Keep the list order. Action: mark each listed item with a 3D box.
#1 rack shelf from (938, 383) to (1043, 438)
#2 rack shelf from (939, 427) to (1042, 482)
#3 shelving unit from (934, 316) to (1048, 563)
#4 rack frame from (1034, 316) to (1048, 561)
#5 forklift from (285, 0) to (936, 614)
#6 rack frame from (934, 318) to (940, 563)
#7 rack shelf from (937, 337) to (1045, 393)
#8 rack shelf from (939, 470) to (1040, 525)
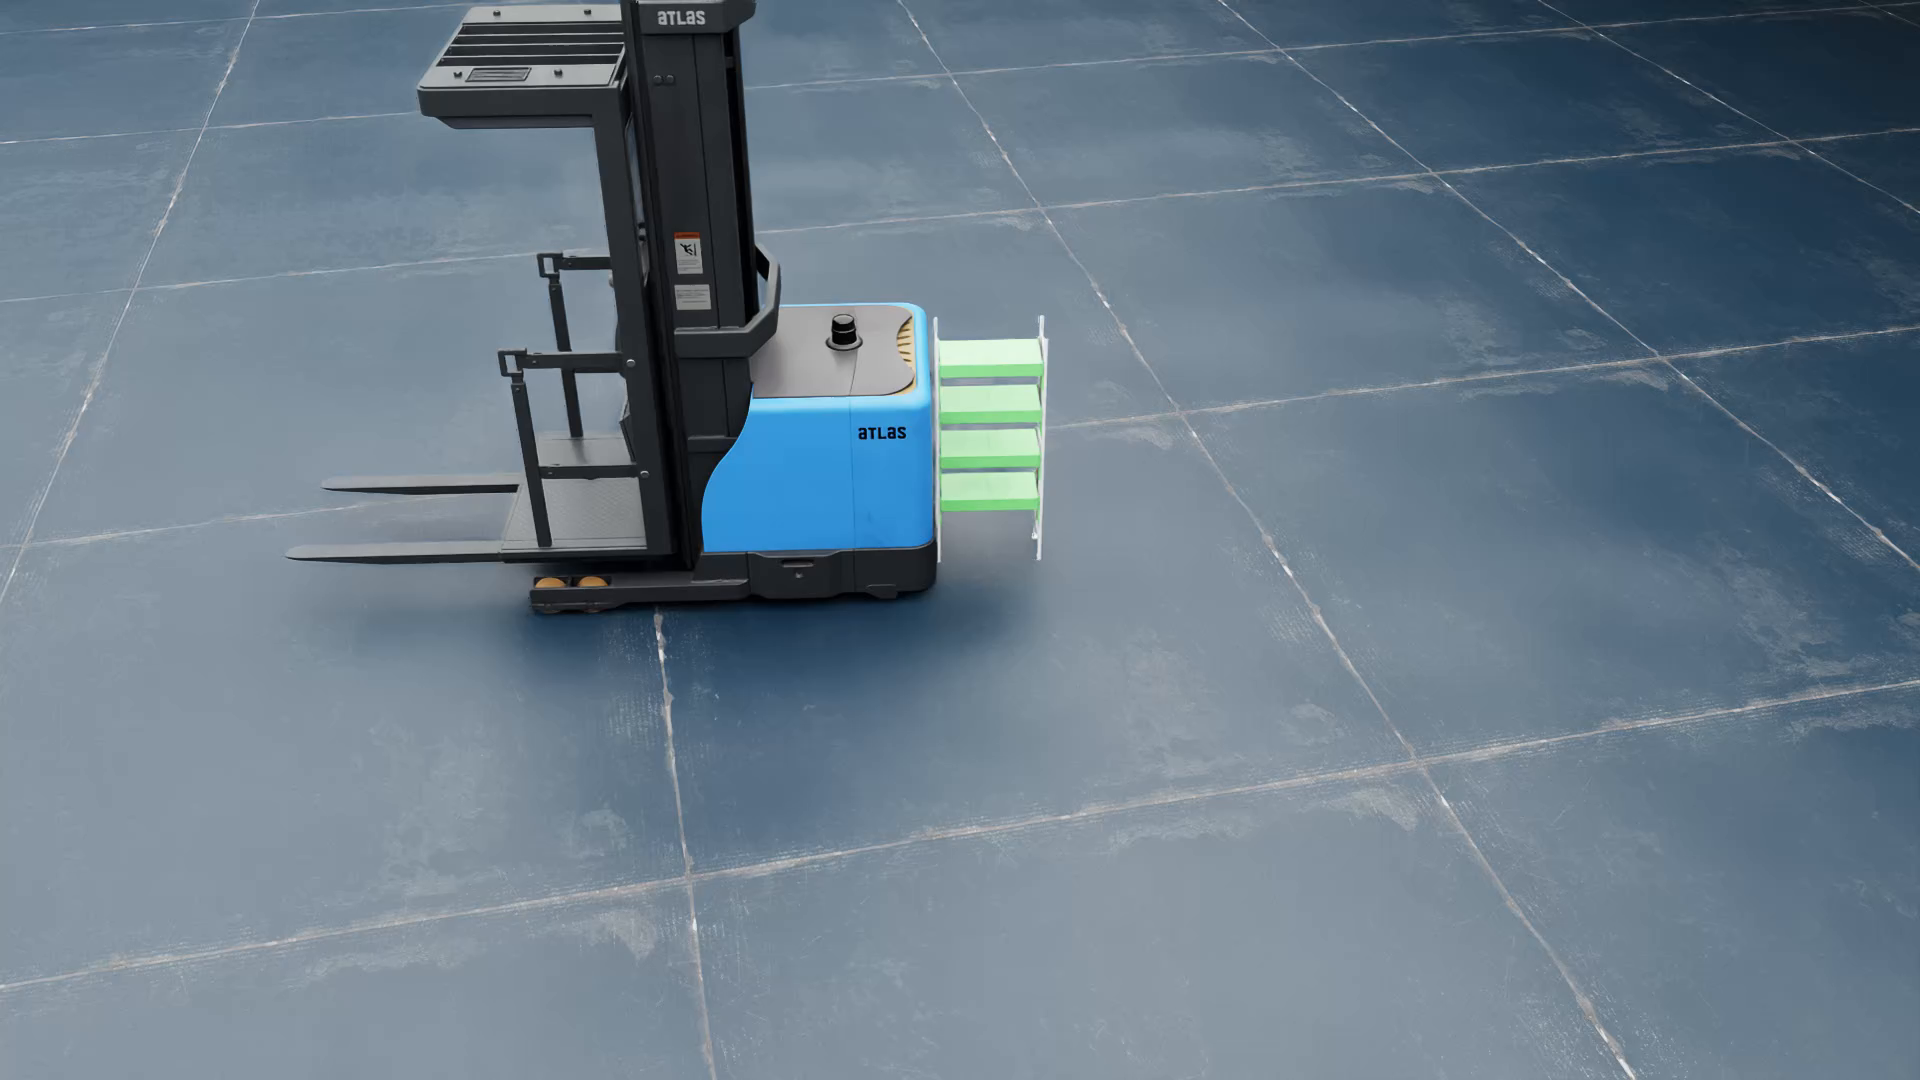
[{"bbox_3d":[0.136,-0.606,7.760,0.480,0.148,0.258,-1,34,-2],"label":"rack shelf"},{"bbox_3d":[0.136,-0.406,7.893,0.480,0.148,0.258,-1,34,-2],"label":"rack shelf"},{"bbox_3d":[0.136,-0.459,7.858,0.503,1.200,0.258,-1,34,-2],"label":"shelving unit"},{"bbox_3d":[0.380,-0.465,7.866,0.015,1.200,0.240,-1,34,-2],"label":"rack frame"},{"bbox_3d":[-1.646,-1.177,7.373,3.031,2.935,1.130,-1,34,-2],"label":"forklift"},{"bbox_3d":[-0.108,-0.454,7.849,0.015,1.200,0.240,-1,34,-2],"label":"rack frame"},{"bbox_3d":[0.136,-0.805,7.626,0.480,0.148,0.258,-1,34,-2],"label":"rack shelf"},{"bbox_3d":[0.136,-0.207,8.027,0.480,0.148,0.258,-1,34,-2],"label":"rack shelf"}]
